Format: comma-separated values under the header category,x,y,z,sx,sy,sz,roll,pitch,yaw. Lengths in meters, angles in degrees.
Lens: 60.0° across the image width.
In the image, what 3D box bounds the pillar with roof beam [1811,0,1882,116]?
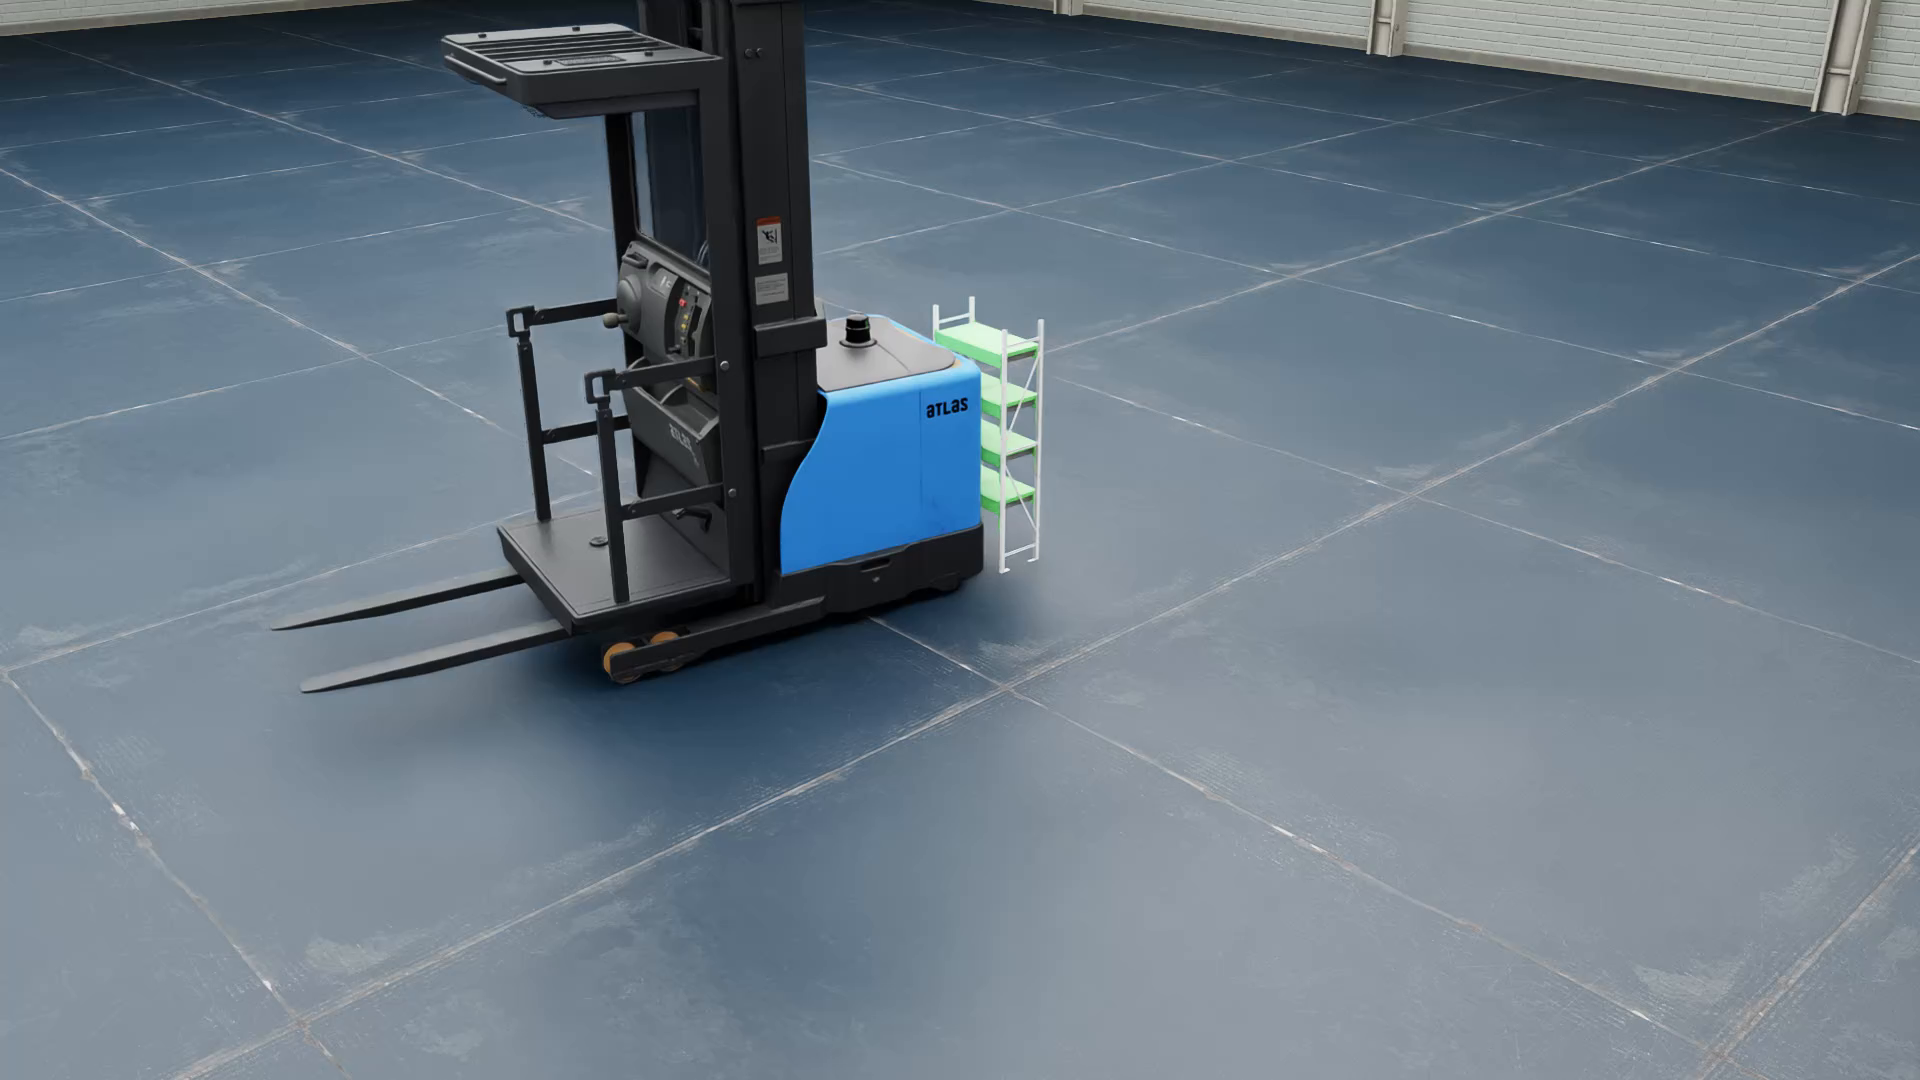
category,x,y,z,sx,sy,sz,roll,pitch,yaw
pillar with roof beam,6.818,-7.757,14.412,9.100,9.000,0.400,-21,32,-38

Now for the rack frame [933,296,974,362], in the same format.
category,x,y,z,sx,sy,sz,roll,pitch,yaw
rack frame,-0.028,-0.577,8.069,0.240,1.200,0.015,-19,31,-36

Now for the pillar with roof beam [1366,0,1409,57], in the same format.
category,x,y,z,sx,sy,sz,roll,pitch,yaw
pillar with roof beam,2.717,-9.575,18.396,9.100,9.000,0.400,-21,32,-38

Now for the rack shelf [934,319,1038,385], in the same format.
category,x,y,z,sx,sy,sz,roll,pitch,yaw
rack shelf,0.128,-0.877,7.725,0.258,0.148,0.480,-19,31,-36

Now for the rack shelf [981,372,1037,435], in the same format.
category,x,y,z,sx,sy,sz,roll,pitch,yaw
rack shelf,0.128,-0.659,7.825,0.258,0.148,0.480,-19,31,-36

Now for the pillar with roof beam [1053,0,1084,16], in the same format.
category,x,y,z,sx,sy,sz,roll,pitch,yaw
pillar with roof beam,-1.384,-11.393,22.381,9.100,9.000,0.400,-21,32,-38

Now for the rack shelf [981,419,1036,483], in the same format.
category,x,y,z,sx,sy,sz,roll,pitch,yaw
rack shelf,0.128,-0.441,7.925,0.258,0.148,0.480,-19,31,-36

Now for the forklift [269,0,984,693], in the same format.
category,x,y,z,sx,sy,sz,roll,pitch,yaw
forklift,-1.418,-0.986,6.879,3.031,2.935,1.130,-14,28,-28

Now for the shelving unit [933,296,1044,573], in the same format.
category,x,y,z,sx,sy,sz,roll,pitch,yaw
shelving unit,0.128,-0.499,7.898,0.258,1.200,0.503,-19,31,-36

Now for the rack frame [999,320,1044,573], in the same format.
category,x,y,z,sx,sy,sz,roll,pitch,yaw
rack frame,0.283,-0.421,7.727,0.240,1.200,0.015,-19,31,-36

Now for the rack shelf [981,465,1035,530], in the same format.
category,x,y,z,sx,sy,sz,roll,pitch,yaw
rack shelf,0.128,-0.222,8.024,0.258,0.148,0.480,-19,31,-36
